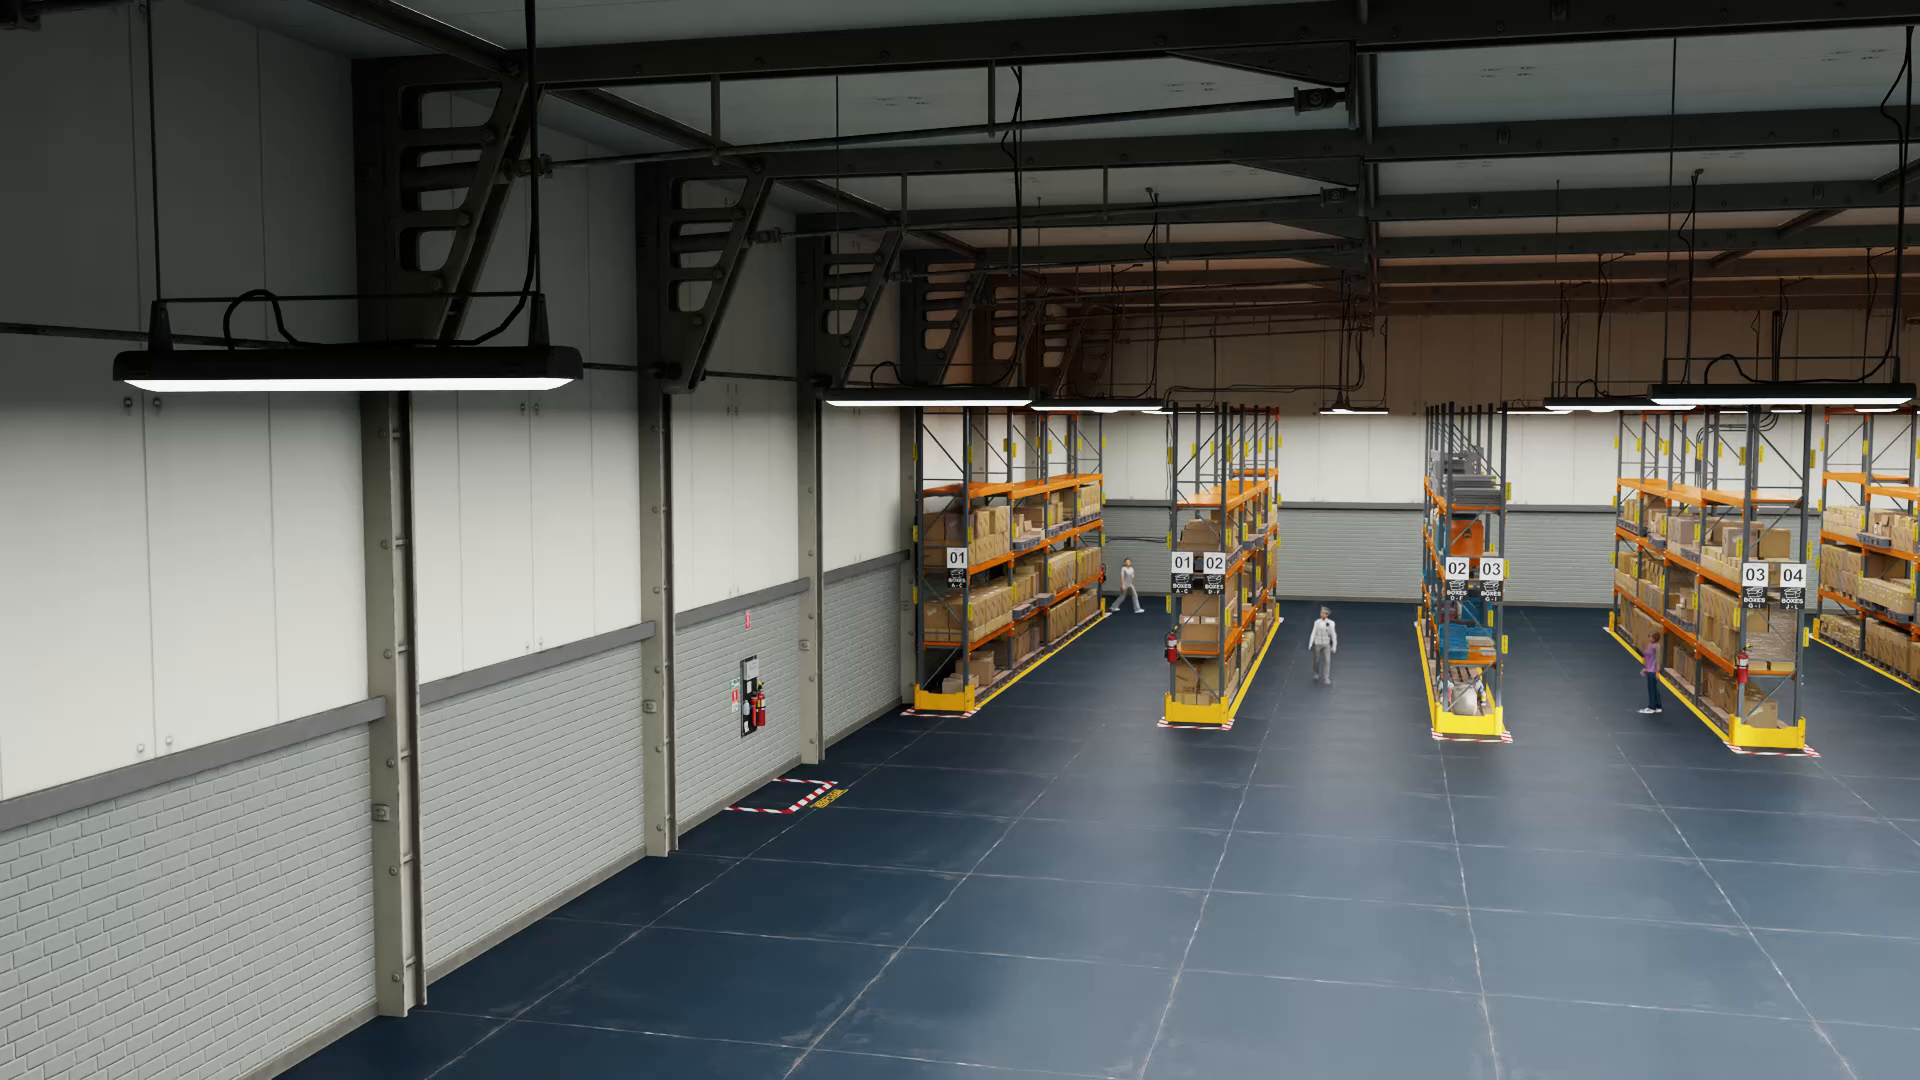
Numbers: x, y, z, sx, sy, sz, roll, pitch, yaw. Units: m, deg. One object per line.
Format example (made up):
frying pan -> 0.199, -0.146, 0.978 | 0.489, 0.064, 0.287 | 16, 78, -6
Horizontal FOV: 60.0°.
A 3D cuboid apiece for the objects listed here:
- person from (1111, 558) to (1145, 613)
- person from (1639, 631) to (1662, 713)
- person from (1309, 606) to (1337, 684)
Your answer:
person -> 4.911, 1.330, 48.626 | 1.046, 1.613, 0.565 | 3, 5, 35
person -> 13.380, 2.561, 32.187 | 0.415, 1.568, 0.422 | 1, 4, 17
person -> 7.813, 2.249, 35.829 | 0.597, 1.643, 0.980 | 0, 4, 6
